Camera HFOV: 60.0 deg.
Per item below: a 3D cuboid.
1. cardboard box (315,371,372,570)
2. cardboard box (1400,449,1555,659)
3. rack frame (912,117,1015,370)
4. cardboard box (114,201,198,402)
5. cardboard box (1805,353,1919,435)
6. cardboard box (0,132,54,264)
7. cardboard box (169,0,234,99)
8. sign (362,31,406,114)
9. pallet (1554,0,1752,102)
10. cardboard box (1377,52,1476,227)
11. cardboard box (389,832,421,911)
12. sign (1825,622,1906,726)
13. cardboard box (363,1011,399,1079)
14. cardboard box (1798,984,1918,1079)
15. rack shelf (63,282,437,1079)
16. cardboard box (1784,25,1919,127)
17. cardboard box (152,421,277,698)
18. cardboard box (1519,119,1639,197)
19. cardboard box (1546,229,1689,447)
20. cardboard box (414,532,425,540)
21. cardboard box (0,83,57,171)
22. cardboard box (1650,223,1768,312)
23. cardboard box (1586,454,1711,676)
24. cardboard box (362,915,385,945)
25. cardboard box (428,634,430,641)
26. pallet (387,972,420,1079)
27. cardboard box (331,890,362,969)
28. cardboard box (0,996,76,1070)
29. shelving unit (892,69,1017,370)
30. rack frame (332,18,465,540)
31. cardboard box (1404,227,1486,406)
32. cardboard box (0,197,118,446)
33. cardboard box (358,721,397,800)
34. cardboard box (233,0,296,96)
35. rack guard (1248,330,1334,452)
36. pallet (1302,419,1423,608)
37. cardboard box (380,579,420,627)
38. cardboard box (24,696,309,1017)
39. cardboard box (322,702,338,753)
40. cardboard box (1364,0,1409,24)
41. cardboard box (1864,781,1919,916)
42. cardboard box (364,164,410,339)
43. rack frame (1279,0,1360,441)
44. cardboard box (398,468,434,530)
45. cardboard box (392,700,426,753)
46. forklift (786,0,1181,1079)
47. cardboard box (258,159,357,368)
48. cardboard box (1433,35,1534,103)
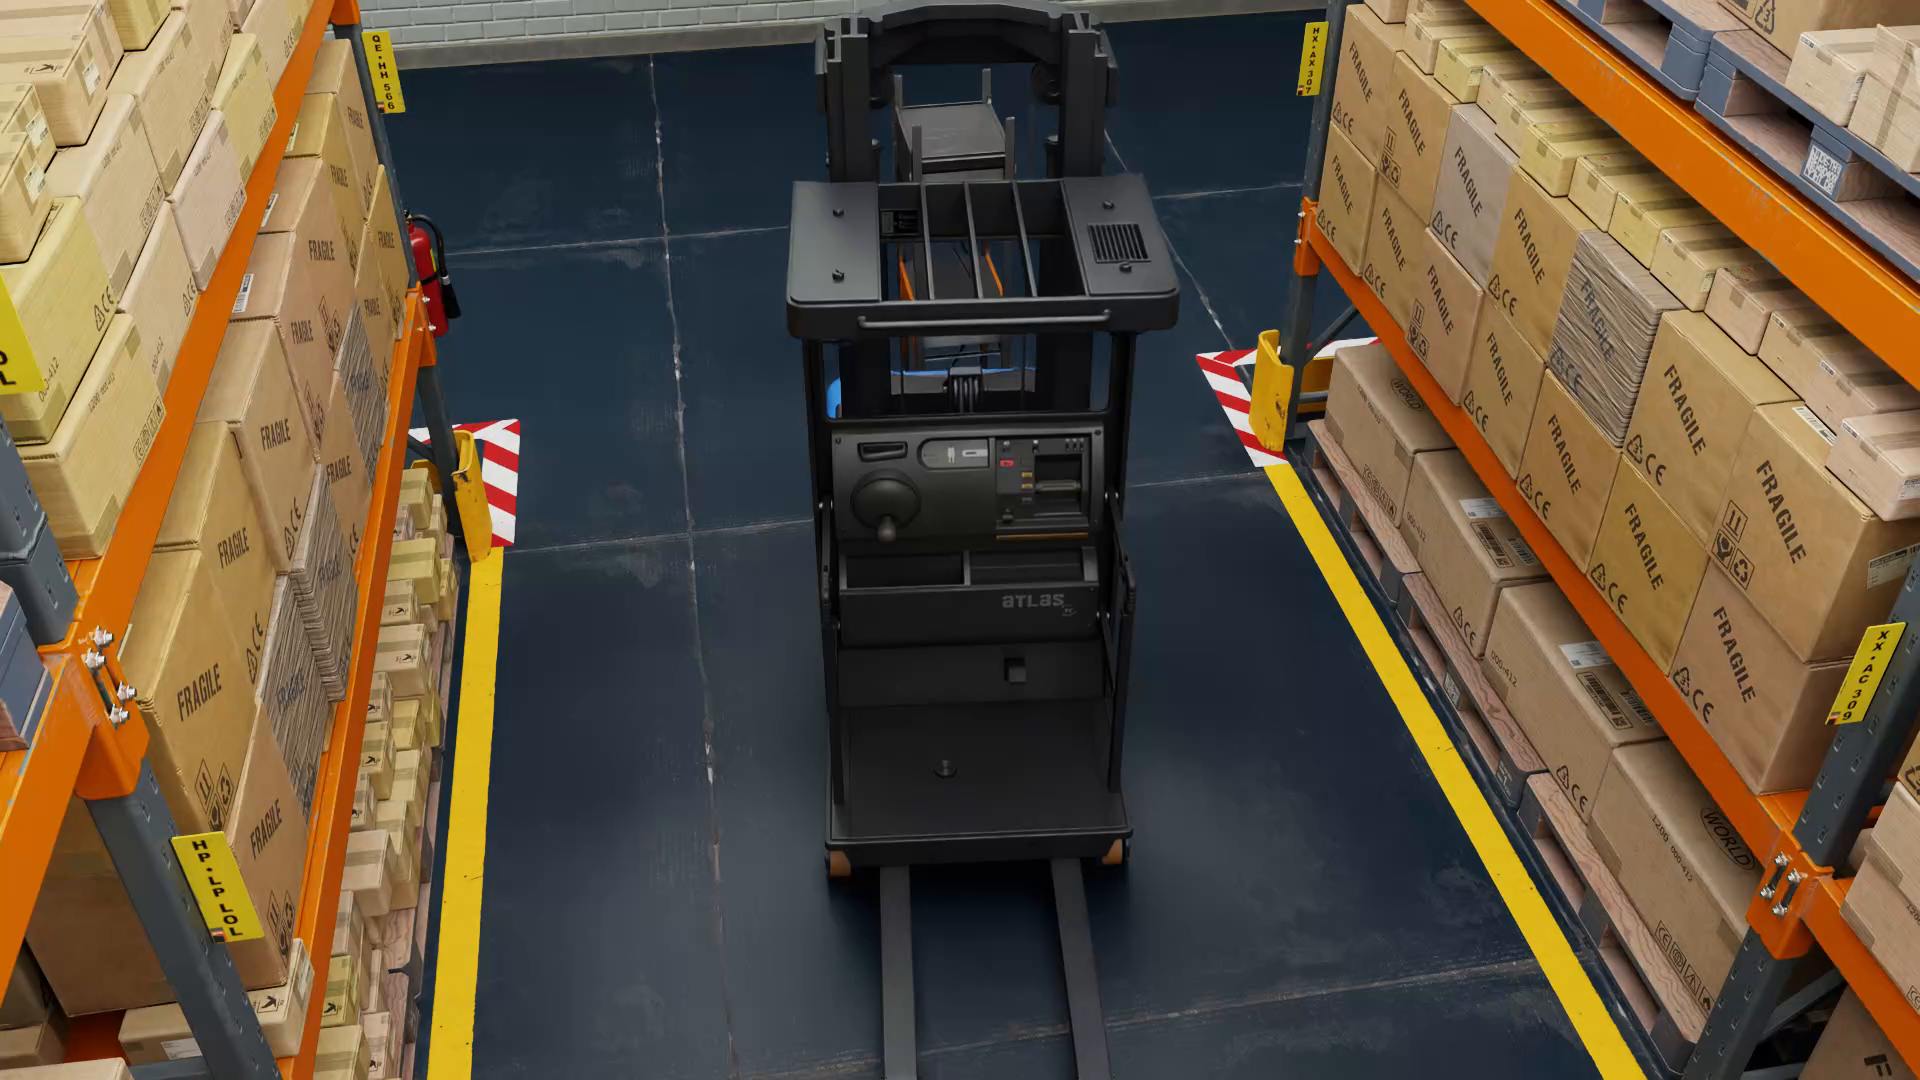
[{"bbox_3d":[-2.184,-0.171,5.201,0.500,0.500,0.500,-4,38,-6],"label":"cardboard box"},{"bbox_3d":[2.462,0.016,7.031,0.875,0.438,0.875,-5,38,-7],"label":"cardboard box"},{"bbox_3d":[0.014,-0.782,7.045,0.400,2.100,0.015,-6,38,-8],"label":"rack frame"},{"bbox_3d":[-1.994,-0.495,3.620,0.500,0.250,0.500,-7,38,-9],"label":"cardboard box"},{"bbox_3d":[2.473,-0.367,4.353,0.380,0.149,0.250,-5,38,-7],"label":"cardboard box"},{"bbox_3d":[-1.903,-0.611,3.036,0.380,0.149,0.250,-8,39,-10],"label":"cardboard box"},{"bbox_3d":[-2.191,-1.324,4.279,0.500,0.250,0.500,-8,39,-10],"label":"cardboard box"},{"bbox_3d":[-2.227,-1.806,6.429,0.100,0.325,0.005,-6,38,-8],"label":"sign"},{"bbox_3d":[2.437,-1.734,5.164,1.003,0.211,1.213,-6,38,-8],"label":"pallet"},{"bbox_3d":[1.980,-1.572,6.433,0.500,0.500,0.500,-7,38,-9],"label":"cardboard box"},{"bbox_3d":[-2.090,1.166,5.786,0.380,0.149,0.250,-7,38,-9],"label":"cardboard box"},{"bbox_3d":[2.234,0.333,4.106,0.100,0.325,0.005,-6,38,-8],"label":"sign"},{"bbox_3d":[-1.964,1.640,5.176,0.380,0.149,0.250,-6,38,-8],"label":"cardboard box"},{"bbox_3d":[2.968,1.685,4.526,0.875,0.875,0.875,-5,38,-7],"label":"cardboard box"},{"bbox_3d":[-2.426,0.316,5.485,1.077,0.370,4.000,-6,38,-8],"label":"rack shelf"},{"bbox_3d":[2.307,-1.156,4.129,0.380,0.149,0.250,-5,38,-7],"label":"cardboard box"},{"bbox_3d":[-2.021,0.077,4.066,0.500,0.500,0.500,-7,38,-9],"label":"cardboard box"},{"bbox_3d":[2.099,-1.275,5.521,0.380,0.149,0.250,-7,38,-9],"label":"cardboard box"},{"bbox_3d":[2.246,-0.657,5.255,0.500,0.500,0.500,-6,38,-7],"label":"cardboard box"},{"bbox_3d":[-2.410,0.118,6.892,0.380,0.149,0.250,-7,38,-9],"label":"cardboard box"},{"bbox_3d":[-2.003,-0.756,3.223,0.380,0.149,0.250,-7,38,-8],"label":"cardboard box"},{"bbox_3d":[2.298,-0.817,4.932,0.380,0.149,0.250,-7,38,-8],"label":"cardboard box"},{"bbox_3d":[2.352,0.044,5.167,0.500,0.500,0.500,-7,38,-9],"label":"cardboard box"},{"bbox_3d":[-2.104,1.210,5.486,0.380,0.149,0.250,-5,38,-6],"label":"cardboard box"},{"bbox_3d":[-2.373,0.392,6.782,0.380,0.149,0.250,-6,38,-8],"label":"cardboard box"},{"bbox_3d":[-2.228,1.939,5.082,1.003,0.211,1.213,-6,38,-8],"label":"pallet"},{"bbox_3d":[-2.083,1.259,5.181,0.380,0.149,0.250,-7,38,-9],"label":"cardboard box"},{"bbox_3d":[-2.356,1.191,3.976,0.380,0.149,0.250,-7,38,-8],"label":"cardboard box"},{"bbox_3d":[-0.029,-0.929,7.235,0.431,2.100,0.503,-6,38,-8],"label":"shelving unit"},{"bbox_3d":[-2.777,-1.177,6.819,1.000,3.000,0.127,-6,38,-8],"label":"rack frame"},{"bbox_3d":[2.068,-0.877,6.352,0.500,0.500,0.500,-6,38,-8],"label":"cardboard box"},{"bbox_3d":[-1.924,-0.400,3.089,0.500,0.250,0.500,-5,38,-6],"label":"cardboard box"},{"bbox_3d":[-2.181,0.787,5.788,0.380,0.149,0.250,-6,38,-8],"label":"cardboard box"},{"bbox_3d":[-2.266,-1.447,4.845,0.500,0.250,0.500,-5,38,-6],"label":"cardboard box"},{"bbox_3d":[2.075,-0.797,8.369,1.175,0.500,0.348,-6,38,-8],"label":"rack guard"},{"bbox_3d":[2.296,-0.194,7.828,1.003,0.211,1.213,-6,38,-8],"label":"pallet"},{"bbox_3d":[-2.293,0.305,6.409,0.380,0.149,0.250,-8,39,-10],"label":"cardboard box"},{"bbox_3d":[-1.914,0.756,4.008,0.500,0.500,0.500,-7,38,-9],"label":"cardboard box"},{"bbox_3d":[-2.042,0.505,4.860,0.380,0.149,0.250,-6,38,-7],"label":"cardboard box"},{"bbox_3d":[1.869,-2.216,6.733,0.380,0.149,0.250,-5,38,-7],"label":"cardboard box"},{"bbox_3d":[2.580,0.804,3.985,0.500,0.250,0.500,-7,38,-9],"label":"cardboard box"},{"bbox_3d":[-2.445,-1.090,6.384,0.500,0.500,0.500,-5,38,-7],"label":"cardboard box"},{"bbox_3d":[2.079,-1.770,7.583,1.000,3.000,0.127,-6,38,-8],"label":"rack frame"},{"bbox_3d":[-2.434,-0.159,7.006,0.380,0.149,0.250,-6,38,-7],"label":"cardboard box"},{"bbox_3d":[-2.180,0.736,6.097,0.380,0.149,0.250,-4,38,-6],"label":"cardboard box"},{"bbox_3d":[0.044,-0.123,5.519,1.130,2.935,3.031,-2,38,-3],"label":"forklift"},{"bbox_3d":[-2.263,-0.860,5.272,0.500,0.500,0.500,-4,38,-6],"label":"cardboard box"},{"bbox_3d":[1.981,-1.739,6.119,0.380,0.149,0.250,-7,38,-9],"label":"cardboard box"}]
